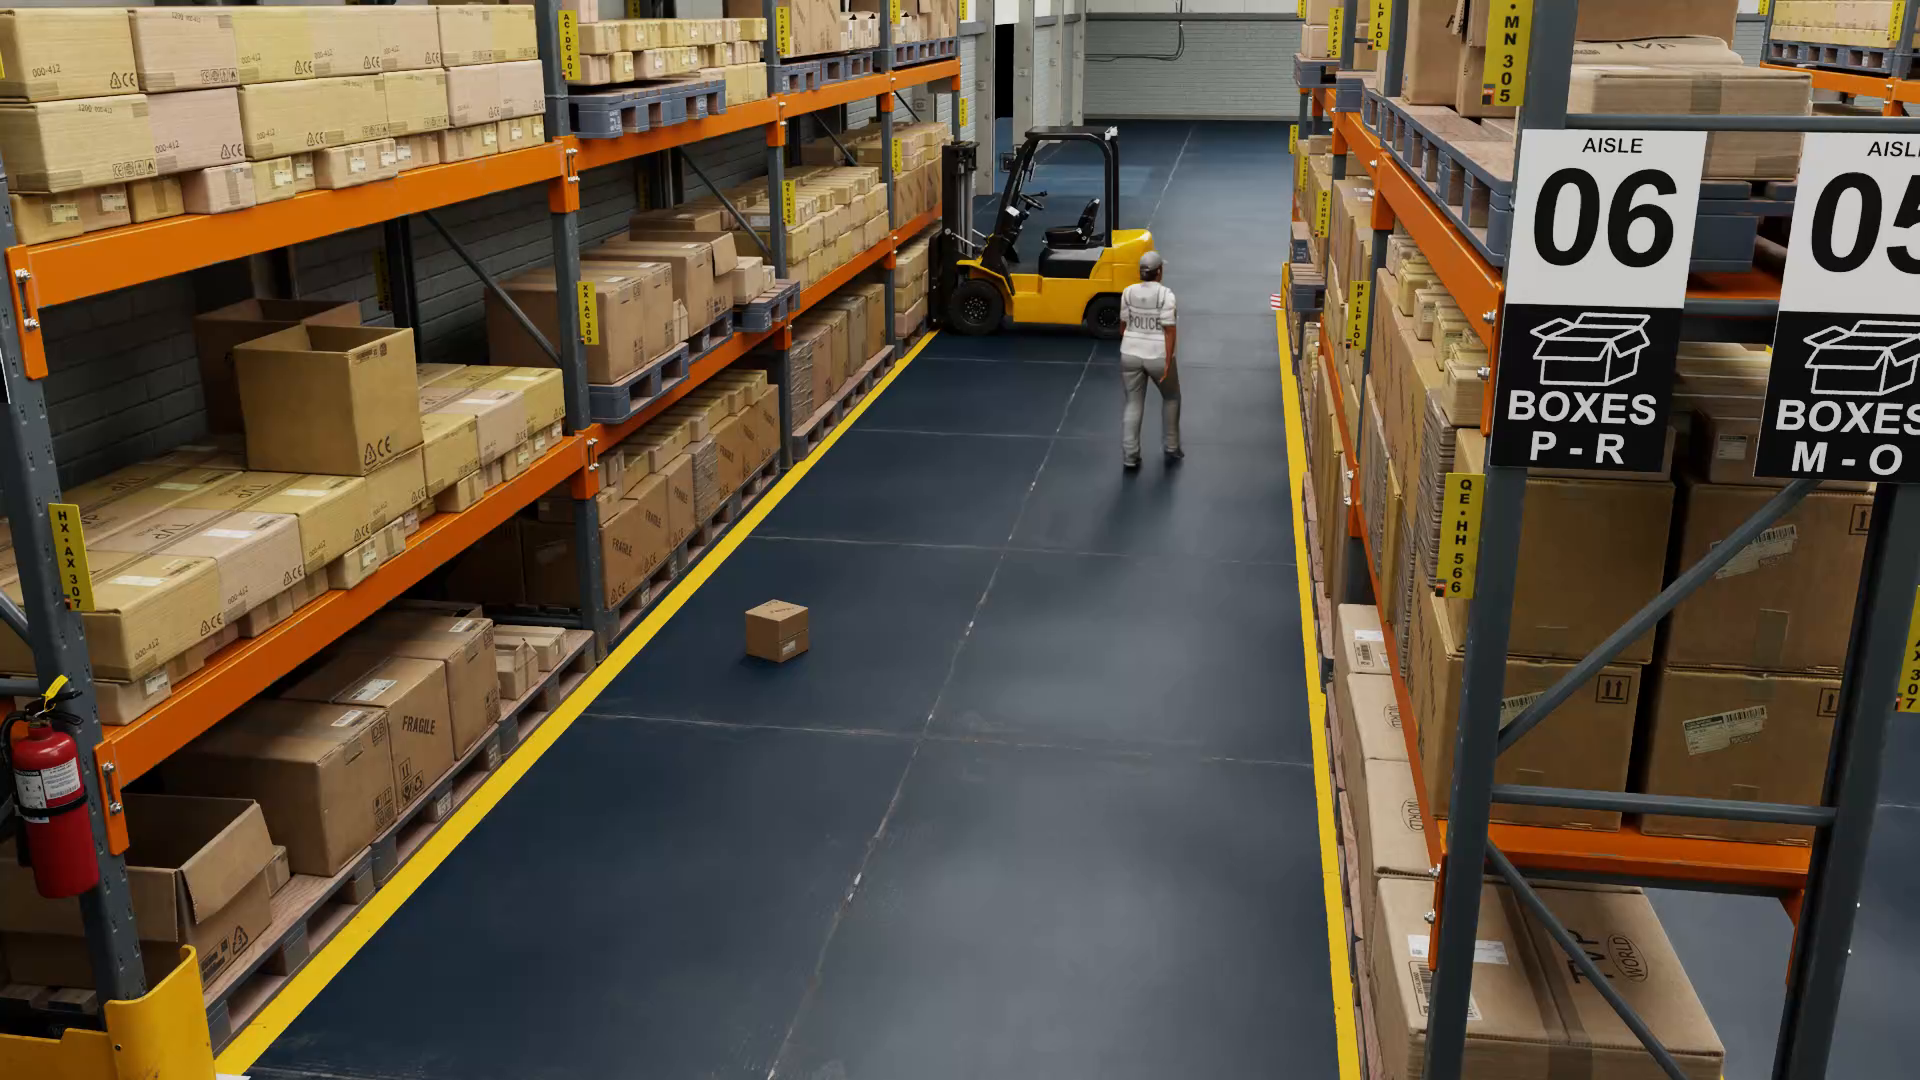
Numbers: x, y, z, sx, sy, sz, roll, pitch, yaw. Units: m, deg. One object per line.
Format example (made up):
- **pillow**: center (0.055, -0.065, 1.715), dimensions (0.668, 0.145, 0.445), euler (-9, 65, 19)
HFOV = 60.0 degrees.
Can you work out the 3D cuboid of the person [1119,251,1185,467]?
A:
- **person**: center (1.479, -1.393, 12.875), dimensions (0.486, 1.704, 0.709), euler (8, 20, 23)
